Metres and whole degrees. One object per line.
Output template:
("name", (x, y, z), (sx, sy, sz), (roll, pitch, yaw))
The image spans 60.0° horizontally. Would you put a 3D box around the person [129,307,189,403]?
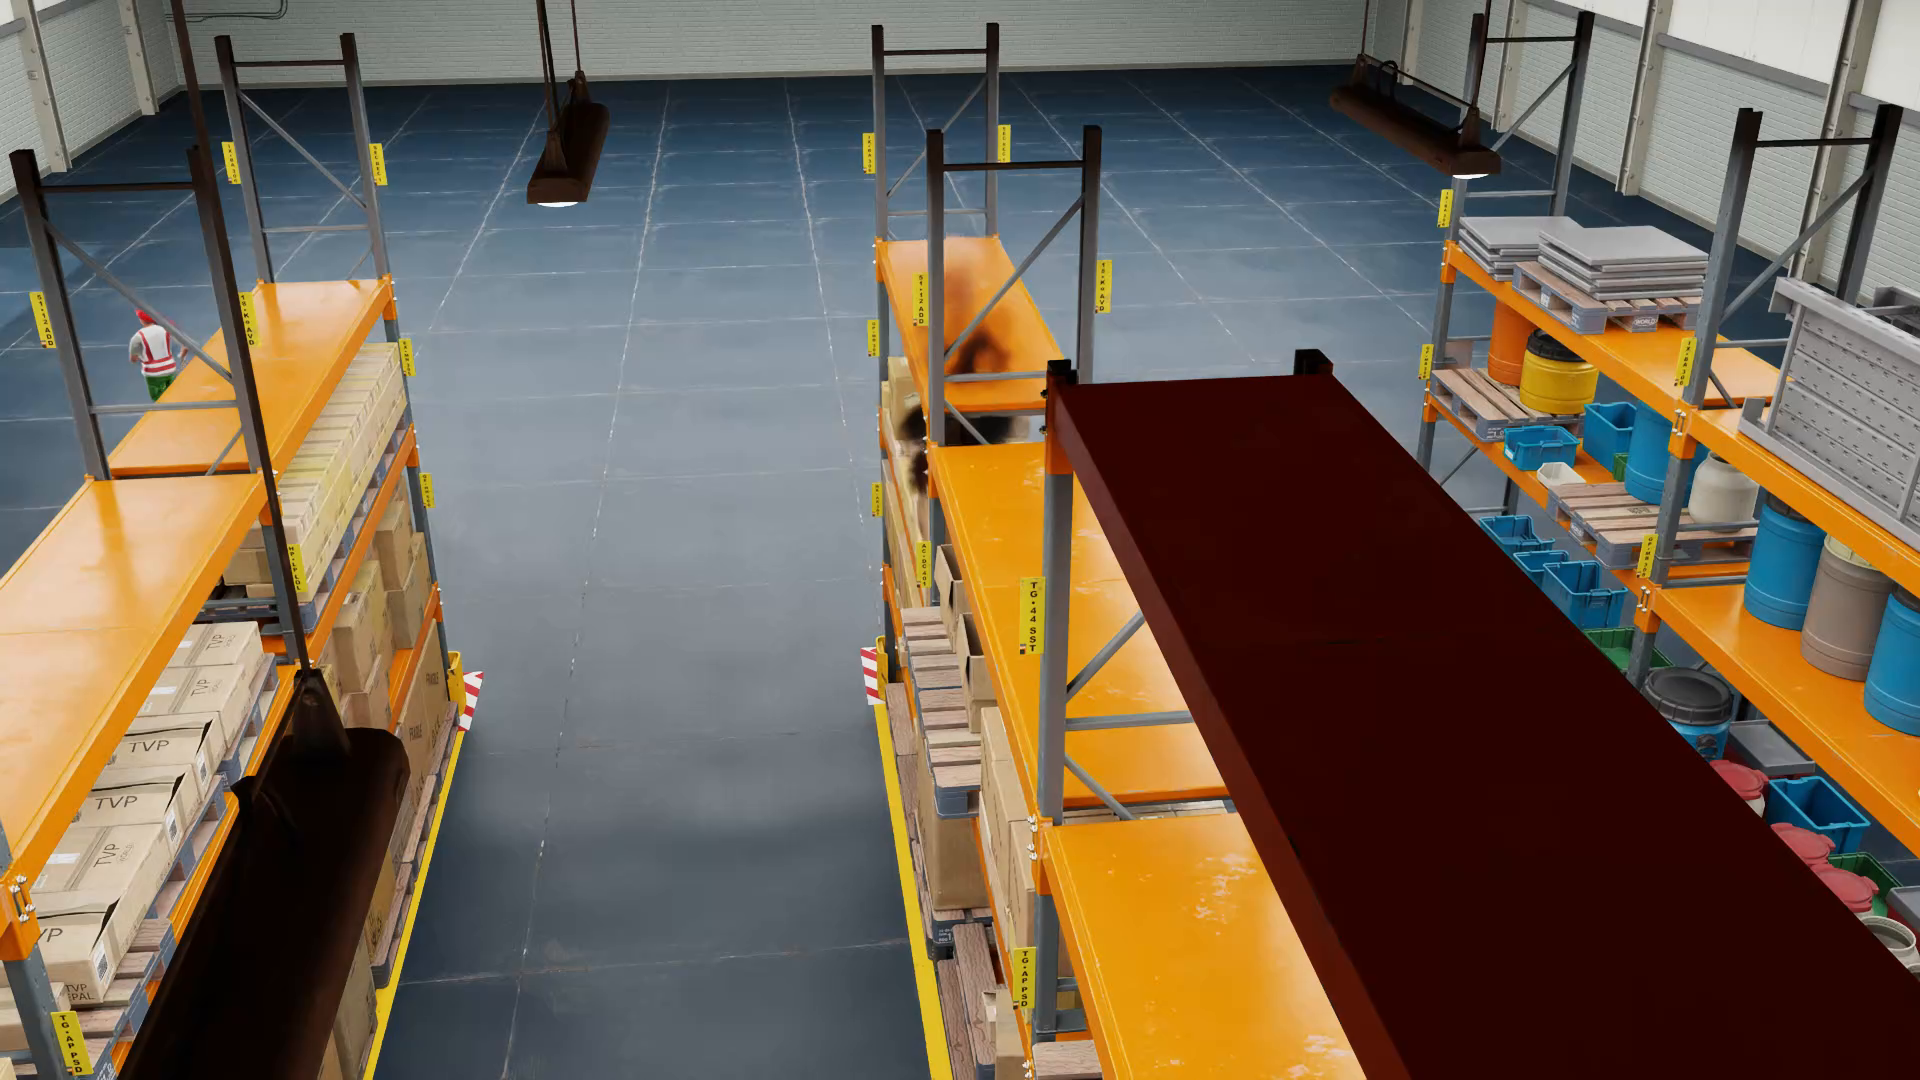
("person", (-10.007, -2.074, 20.784), (0.735, 1.817, 0.641), (14, 29, 26))
